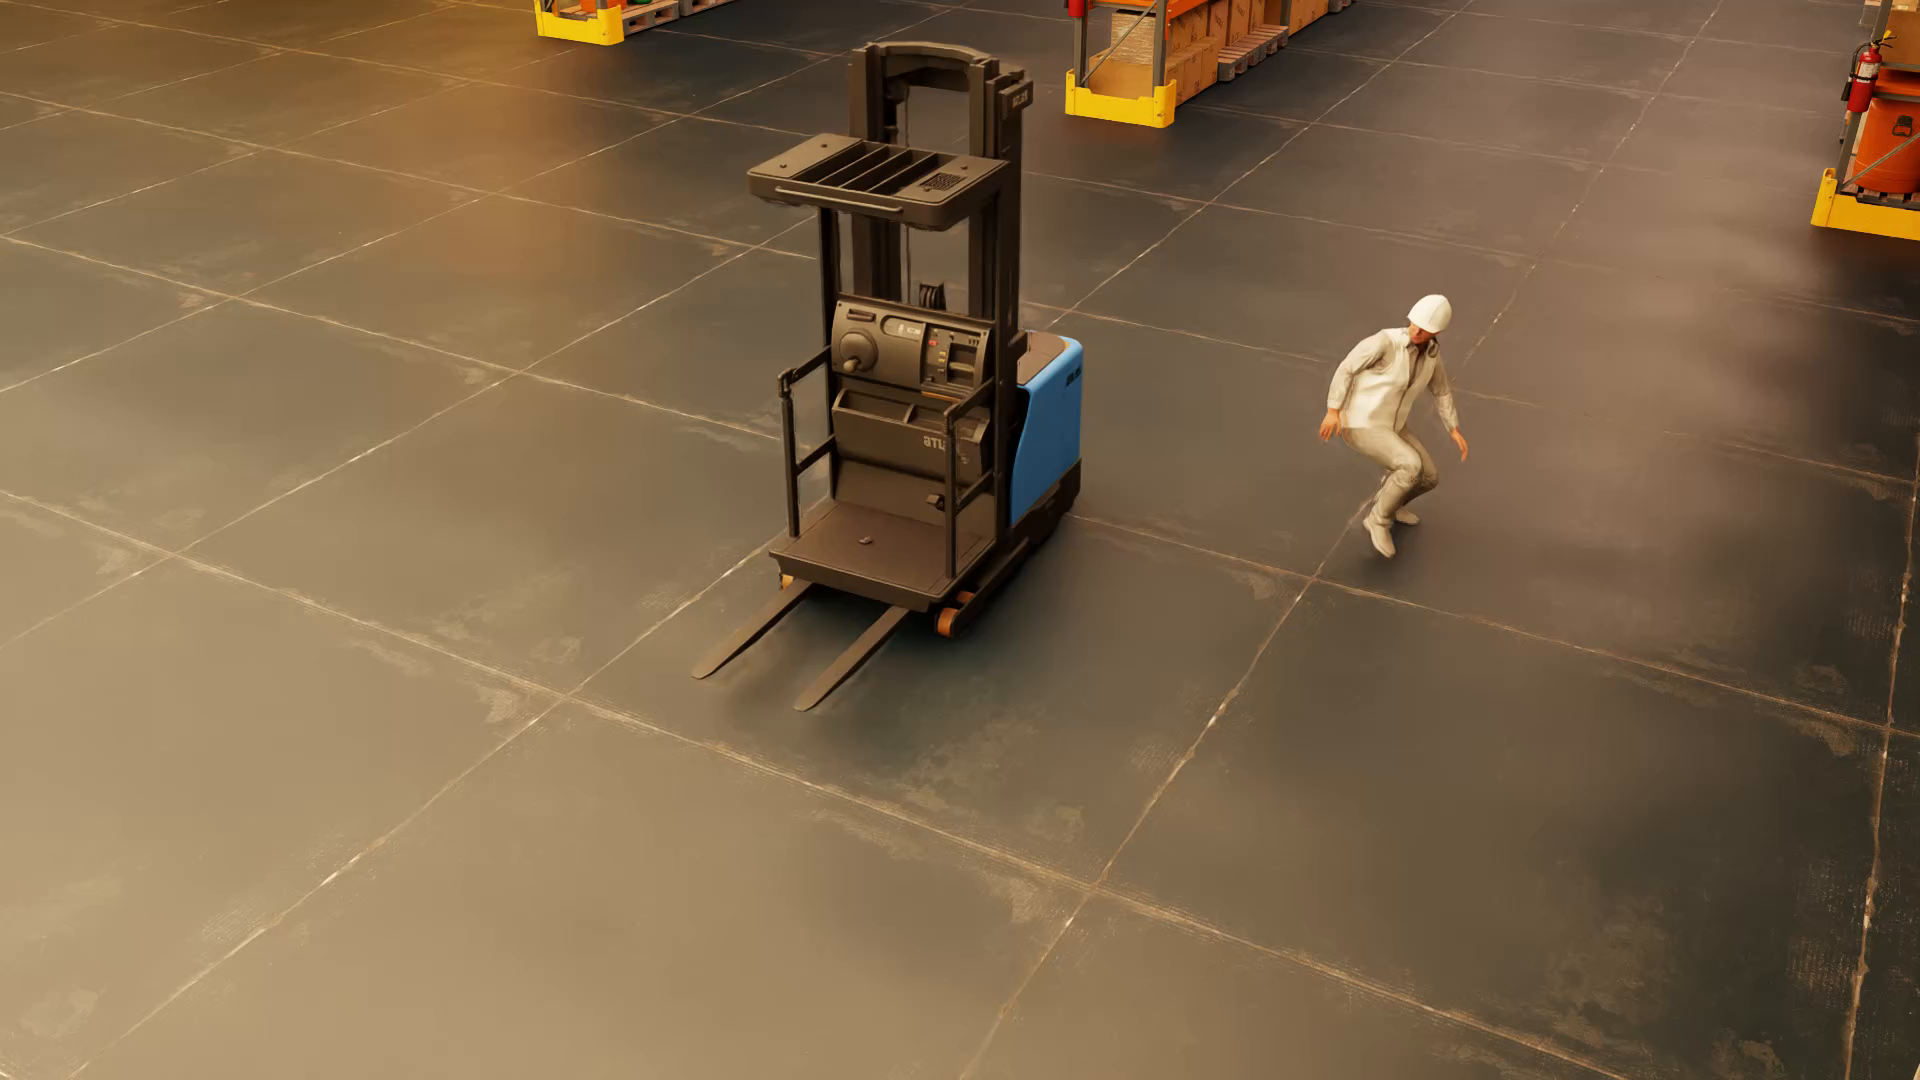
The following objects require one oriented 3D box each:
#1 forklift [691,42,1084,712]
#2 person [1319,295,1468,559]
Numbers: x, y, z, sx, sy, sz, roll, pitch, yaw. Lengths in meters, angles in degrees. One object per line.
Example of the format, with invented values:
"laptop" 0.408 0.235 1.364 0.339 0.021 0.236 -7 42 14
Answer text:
"forklift" -0.367 -0.990 8.785 1.130 2.935 3.031 14 33 23
"person" 2.552 -0.679 9.684 0.772 1.547 0.688 -22 37 -33
